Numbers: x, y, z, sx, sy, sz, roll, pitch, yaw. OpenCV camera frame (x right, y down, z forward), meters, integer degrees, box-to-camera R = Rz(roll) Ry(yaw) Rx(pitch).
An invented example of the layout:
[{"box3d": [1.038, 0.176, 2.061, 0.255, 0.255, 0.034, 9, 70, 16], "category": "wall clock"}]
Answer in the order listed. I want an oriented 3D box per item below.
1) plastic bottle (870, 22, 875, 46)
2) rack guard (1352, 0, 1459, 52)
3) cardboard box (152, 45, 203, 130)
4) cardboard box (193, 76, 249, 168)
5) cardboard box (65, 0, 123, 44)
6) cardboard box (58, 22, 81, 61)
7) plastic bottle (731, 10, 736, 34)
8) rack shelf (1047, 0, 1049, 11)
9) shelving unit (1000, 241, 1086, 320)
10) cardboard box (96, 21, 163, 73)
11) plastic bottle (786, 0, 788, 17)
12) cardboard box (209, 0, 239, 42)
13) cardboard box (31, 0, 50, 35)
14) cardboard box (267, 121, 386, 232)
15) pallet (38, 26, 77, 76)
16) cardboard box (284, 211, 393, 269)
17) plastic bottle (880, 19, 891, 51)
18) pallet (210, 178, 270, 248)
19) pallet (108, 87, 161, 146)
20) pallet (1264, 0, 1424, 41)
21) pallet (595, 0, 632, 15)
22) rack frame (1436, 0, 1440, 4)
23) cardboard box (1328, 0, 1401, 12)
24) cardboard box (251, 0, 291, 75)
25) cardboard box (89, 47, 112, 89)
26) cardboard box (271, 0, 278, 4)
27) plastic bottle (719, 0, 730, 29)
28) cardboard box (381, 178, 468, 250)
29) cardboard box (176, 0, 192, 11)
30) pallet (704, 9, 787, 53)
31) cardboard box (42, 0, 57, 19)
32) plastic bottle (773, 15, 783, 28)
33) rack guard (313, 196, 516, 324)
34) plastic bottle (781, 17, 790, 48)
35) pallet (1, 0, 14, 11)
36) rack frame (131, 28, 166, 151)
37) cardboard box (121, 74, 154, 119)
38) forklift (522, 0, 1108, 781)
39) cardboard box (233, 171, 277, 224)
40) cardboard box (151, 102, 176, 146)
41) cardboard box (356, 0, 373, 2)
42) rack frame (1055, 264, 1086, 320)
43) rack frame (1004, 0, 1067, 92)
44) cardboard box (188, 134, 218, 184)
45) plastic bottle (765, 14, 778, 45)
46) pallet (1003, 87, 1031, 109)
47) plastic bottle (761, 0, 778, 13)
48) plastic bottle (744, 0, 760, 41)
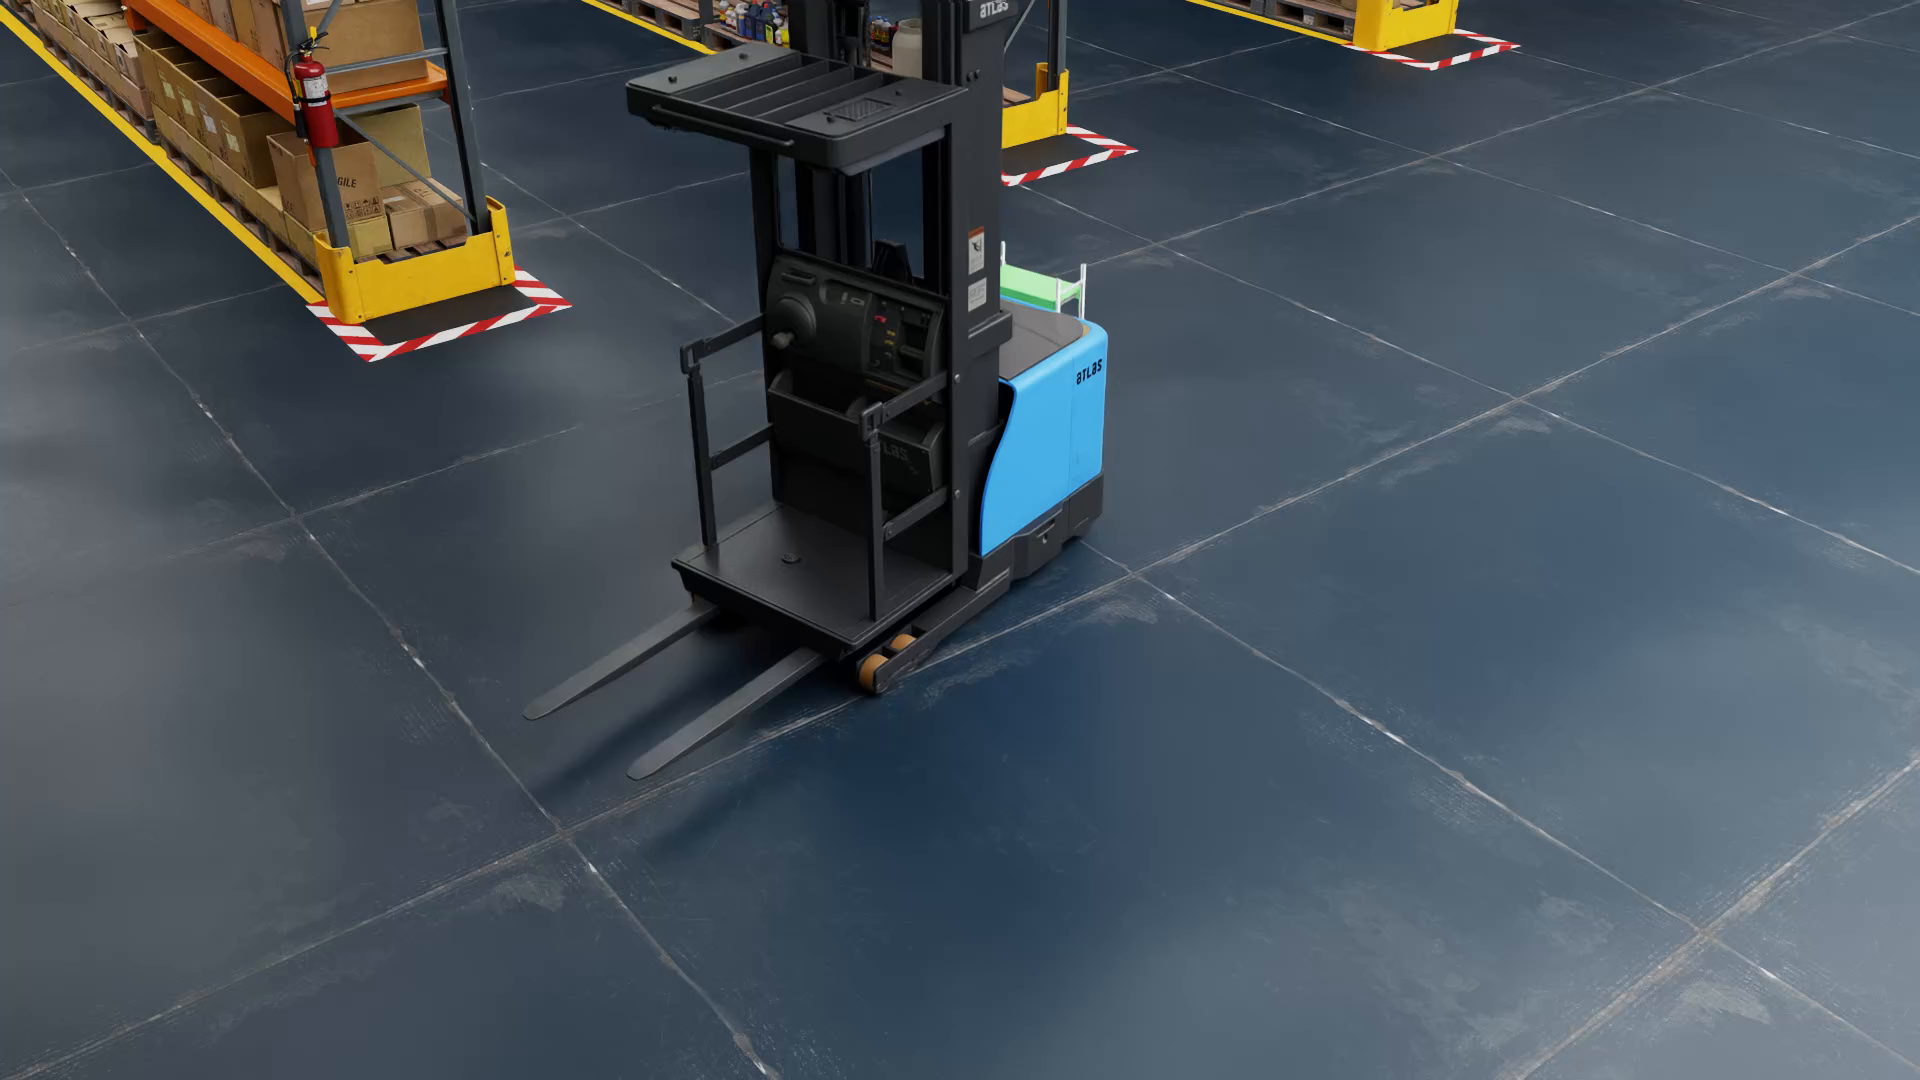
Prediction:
[{"box3d": [-0.782, -4.563, 14.990, 0.097, 0.201, 0.097, 0, 32, 0], "category": "plastic bottle"}, {"box3d": [4.281, -5.055, 15.915, 1.175, 0.500, 0.348, -22, 38, -31], "category": "rack guard"}, {"box3d": [-5.602, -3.377, 12.342, 0.500, 0.500, 0.500, -22, 38, -31], "category": "cardboard box"}, {"box3d": [-4.994, -2.959, 11.668, 0.500, 0.500, 0.500, -22, 38, -31], "category": "cardboard box"}, {"box3d": [-7.361, -4.508, 14.341, 0.500, 0.311, 0.500, -23, 38, -32], "category": "cardboard box"}, {"box3d": [-7.684, -4.489, 14.843, 0.500, 0.250, 0.500, -23, 39, -33], "category": "cardboard box"}, {"box3d": [-2.063, -4.789, 15.353, 0.097, 0.201, 0.097, 0, 32, 0], "category": "plastic bottle"}, {"box3d": [-0.811, -5.011, 14.157, 1.077, 0.370, 4.000, -22, 38, -31], "category": "rack shelf"}, {"box3d": [0.345, -0.871, 8.516, 0.503, 1.200, 0.258, 22, 38, 31], "category": "shelving unit"}, {"box3d": [-6.751, -4.088, 13.666, 0.500, 0.311, 0.500, -21, 38, -30], "category": "cardboard box"}, {"box3d": [-1.529, -4.990, 15.535, 0.144, 0.351, 0.185, -22, 38, -31], "category": "plastic bottle"}, {"box3d": [-4.727, -3.767, 11.378, 0.700, 0.500, 0.500, -21, 38, -30], "category": "cardboard box"}, {"box3d": [-8.316, -4.913, 15.526, 0.500, 0.250, 0.500, -22, 38, -32], "category": "cardboard box"}, {"box3d": [-4.063, -2.338, 10.669, 0.500, 0.500, 0.500, -22, 38, -31], "category": "cardboard box"}, {"box3d": [-7.931, -4.676, 15.578, 1.003, 0.211, 1.213, -22, 38, -31], "category": "pallet"}, {"box3d": [-4.062, -2.020, 10.868, 0.500, 0.250, 0.500, -22, 38, -31], "category": "cardboard box"}, {"box3d": [-0.660, -4.510, 14.838, 0.097, 0.271, 0.097, 0, 32, 0], "category": "plastic bottle"}, {"box3d": [-4.745, -2.511, 12.092, 1.003, 0.211, 1.213, -22, 38, -31], "category": "pallet"}, {"box3d": [-6.435, -3.659, 13.941, 1.003, 0.211, 1.213, -22, 38, -31], "category": "pallet"}, {"box3d": [3.811, -5.283, 16.555, 1.003, 0.211, 1.213, -22, 38, -31], "category": "pallet"}, {"box3d": [-3.302, -5.789, 17.371, 1.003, 0.211, 1.213, -22, 38, -31], "category": "pallet"}, {"box3d": [4.328, -6.085, 15.205, 1.000, 3.000, 0.127, -22, 38, -31], "category": "rack frame"}, {"box3d": [3.958, -5.468, 16.181, 0.500, 0.500, 0.500, -15, 35, -23], "category": "cardboard box"}, {"box3d": [-4.101, -3.340, 10.691, 0.700, 0.500, 0.500, -21, 38, -30], "category": "cardboard box"}, {"box3d": [-7.058, -4.063, 14.157, 0.500, 0.250, 0.500, -21, 38, -30], "category": "cardboard box"}, {"box3d": [-4.046, -3.406, 10.182, 0.380, 0.149, 0.250, -21, 38, -30], "category": "cardboard box"}, {"box3d": [-2.188, -4.903, 15.471, 0.097, 0.271, 0.097, 0, 32, 0], "category": "plastic bottle"}, {"box3d": [-3.653, -2.188, 11.137, 0.500, 0.250, 0.500, -22, 38, -31], "category": "cardboard box"}, {"box3d": [-5.347, -4.191, 12.060, 0.700, 0.500, 0.500, -23, 38, -32], "category": "cardboard box"}, {"box3d": [-1.658, -4.672, 15.572, 1.003, 0.211, 1.213, -22, 38, -31], "category": "pallet"}, {"box3d": [-7.987, -4.935, 15.029, 0.500, 0.311, 0.500, -23, 39, -33], "category": "cardboard box"}, {"box3d": [-1.635, -4.579, 14.949, 0.097, 0.271, 0.097, 0, 32, 0], "category": "plastic bottle"}, {"box3d": [-3.485, -1.810, 10.690, 1.175, 0.500, 0.348, -22, 38, -31], "category": "rack guard"}, {"box3d": [-1.494, -4.485, 14.722, 0.144, 0.351, 0.185, -23, 38, -32], "category": "plastic bottle"}, {"box3d": [-9.577, -5.863, 17.490, 1.003, 0.211, 1.213, -22, 38, -31], "category": "pallet"}, {"box3d": [-5.952, -4.549, 12.731, 1.000, 3.000, 0.127, -22, 38, -31], "category": "rack frame"}, {"box3d": [-6.436, -3.638, 13.473, 0.500, 0.250, 0.500, -23, 38, -32], "category": "cardboard box"}, {"box3d": [-0.582, -0.878, 6.886, 1.130, 2.935, 3.031, 22, 38, 31], "category": "forklift"}, {"box3d": [-4.686, -2.432, 11.532, 0.500, 0.250, 0.500, -22, 38, -31], "category": "cardboard box"}, {"box3d": [-5.907, -3.268, 12.877, 0.500, 0.250, 0.500, -22, 38, -31], "category": "cardboard box"}, {"box3d": [-3.570, -3.433, 10.225, 0.380, 0.149, 0.250, -23, 38, -32], "category": "cardboard box"}, {"box3d": [0.540, -0.794, 8.391, 0.015, 1.200, 0.240, 22, 38, 31], "category": "rack frame"}, {"box3d": [0.416, -4.483, 12.625, 1.000, 3.000, 0.127, -22, 38, -31], "category": "rack frame"}, {"box3d": [-5.302, -2.848, 12.200, 0.500, 0.250, 0.500, -22, 38, -31], "category": "cardboard box"}, {"box3d": [-1.686, -4.551, 14.893, 0.061, 0.283, 0.133, -20, 37, -29], "category": "plastic bottle"}, {"box3d": [-0.162, -3.655, 13.935, 1.003, 0.211, 1.213, -22, 38, -31], "category": "pallet"}, {"box3d": [-1.756, -4.788, 15.209, 0.144, 0.351, 0.185, -22, 38, -31], "category": "plastic bottle"}, {"box3d": [-1.870, -4.741, 15.134, 0.144, 0.351, 0.185, -21, 38, -30], "category": "plastic bottle"}]
